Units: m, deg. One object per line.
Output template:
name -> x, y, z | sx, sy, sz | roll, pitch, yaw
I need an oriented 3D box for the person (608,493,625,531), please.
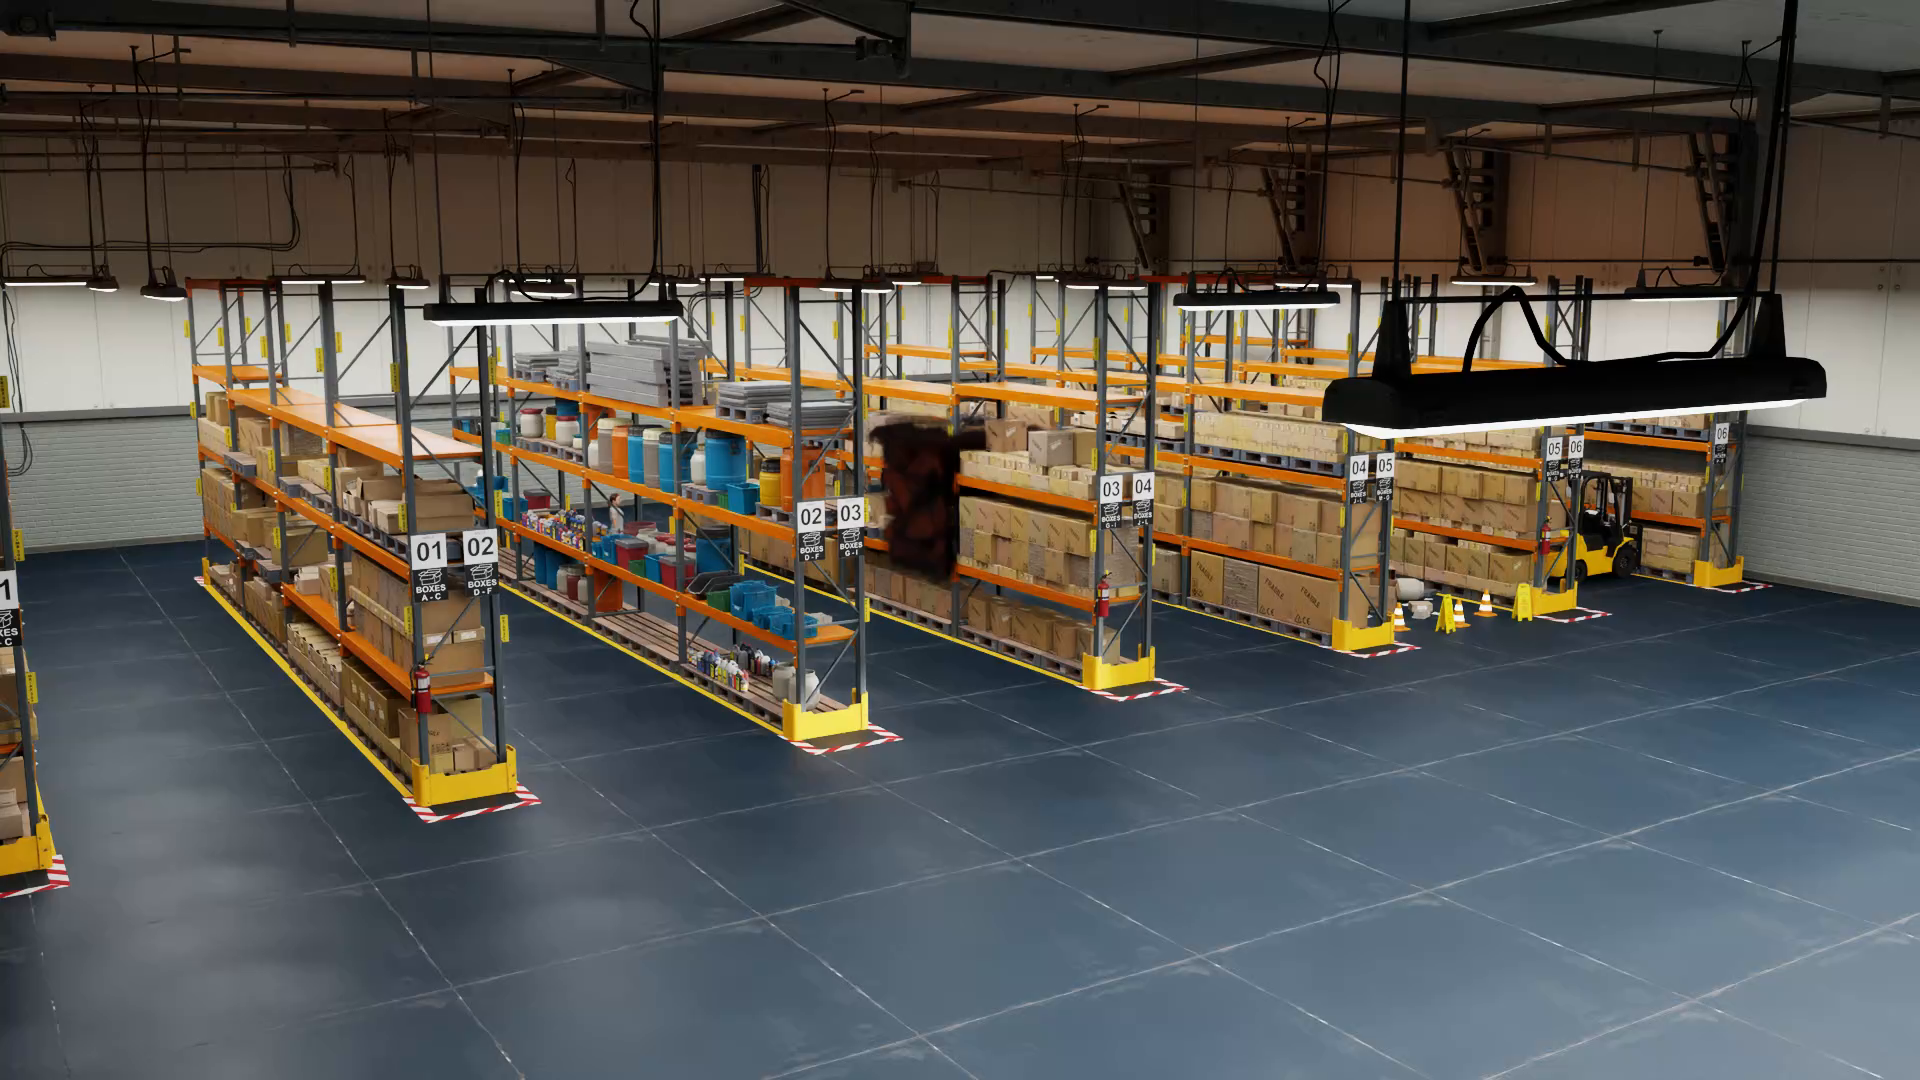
person -> -6.932, -0.109, 33.809 | 0.432, 1.727, 0.514 | -3, 10, -18

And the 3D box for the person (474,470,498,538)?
person -> -10.624, -0.702, 36.969 | 0.959, 1.737, 0.611 | -1, 10, -7
